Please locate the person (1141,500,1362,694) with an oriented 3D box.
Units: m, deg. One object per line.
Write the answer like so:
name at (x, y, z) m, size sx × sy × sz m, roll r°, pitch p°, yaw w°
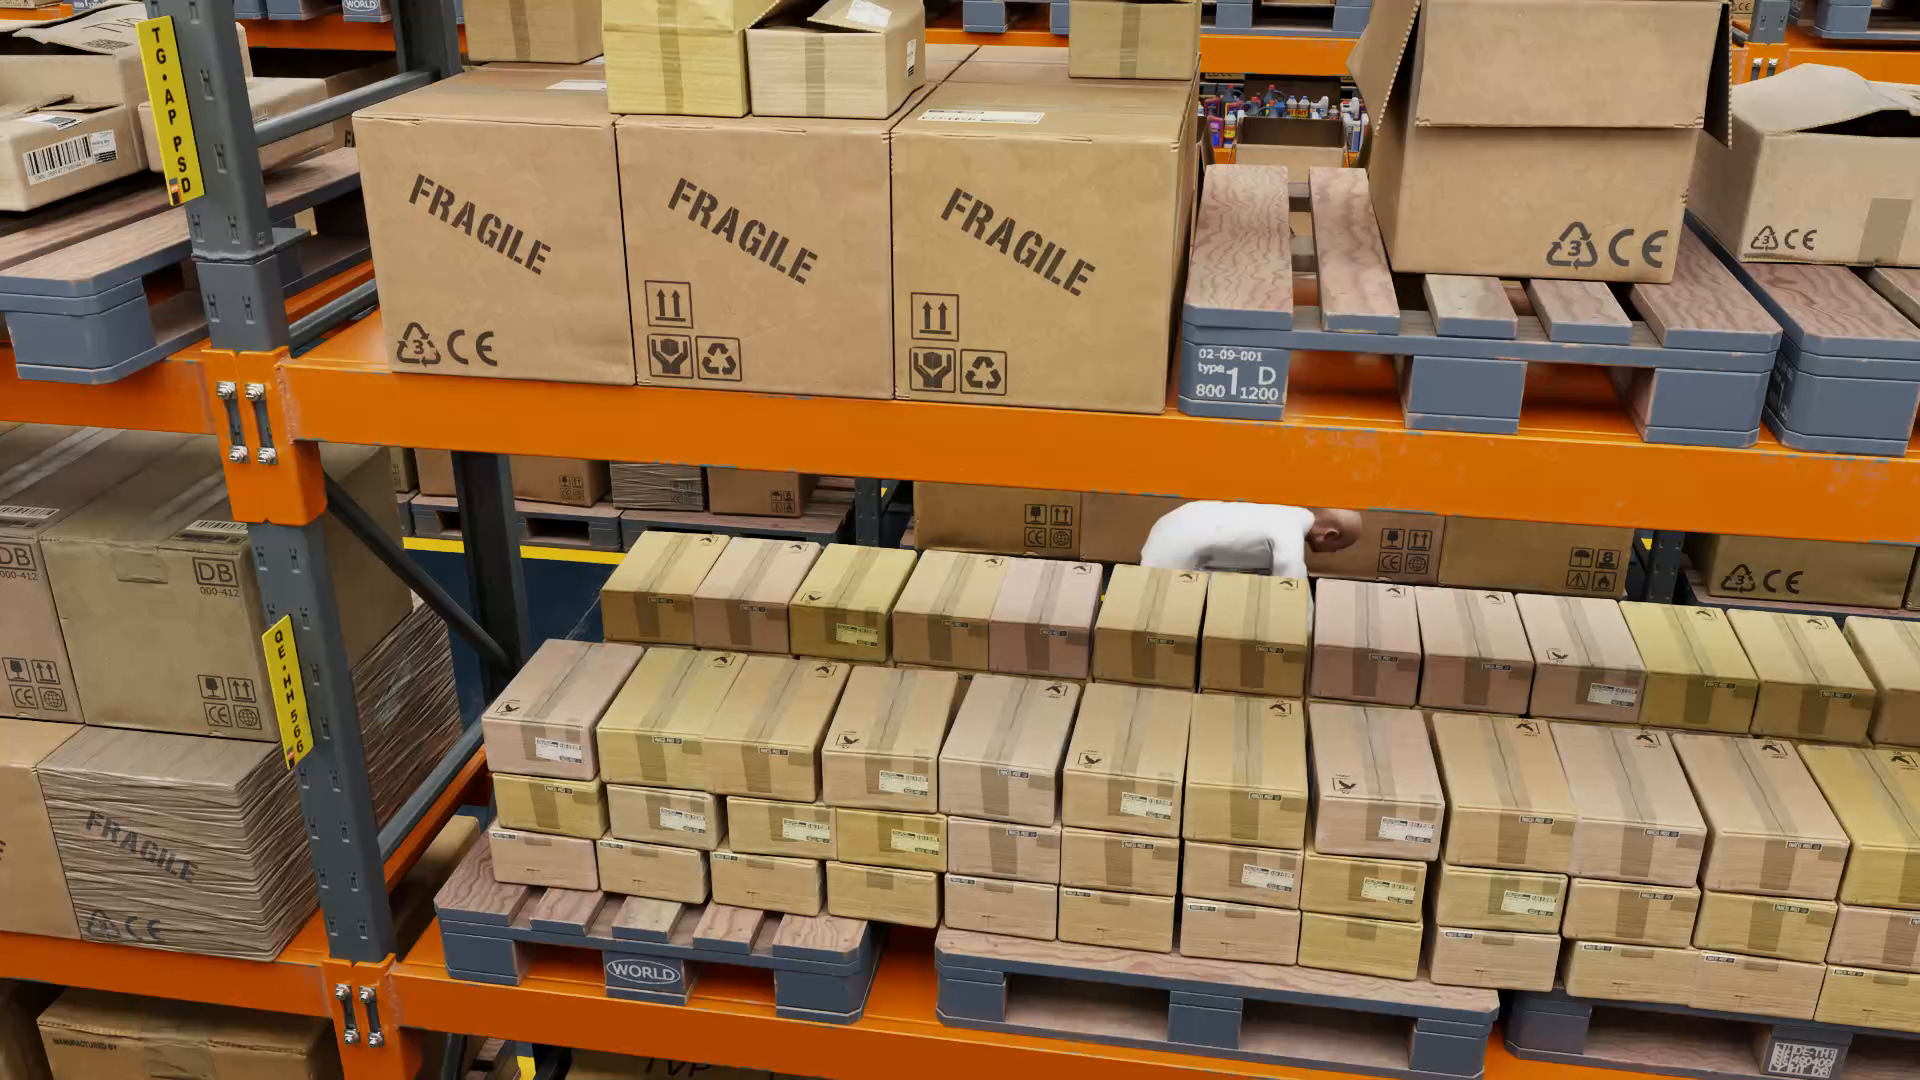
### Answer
person at (1.263, 0.302, 7.363) m, size 0.942 × 1.028 × 0.590 m, roll 3°, pitch 25°, yaw 6°
